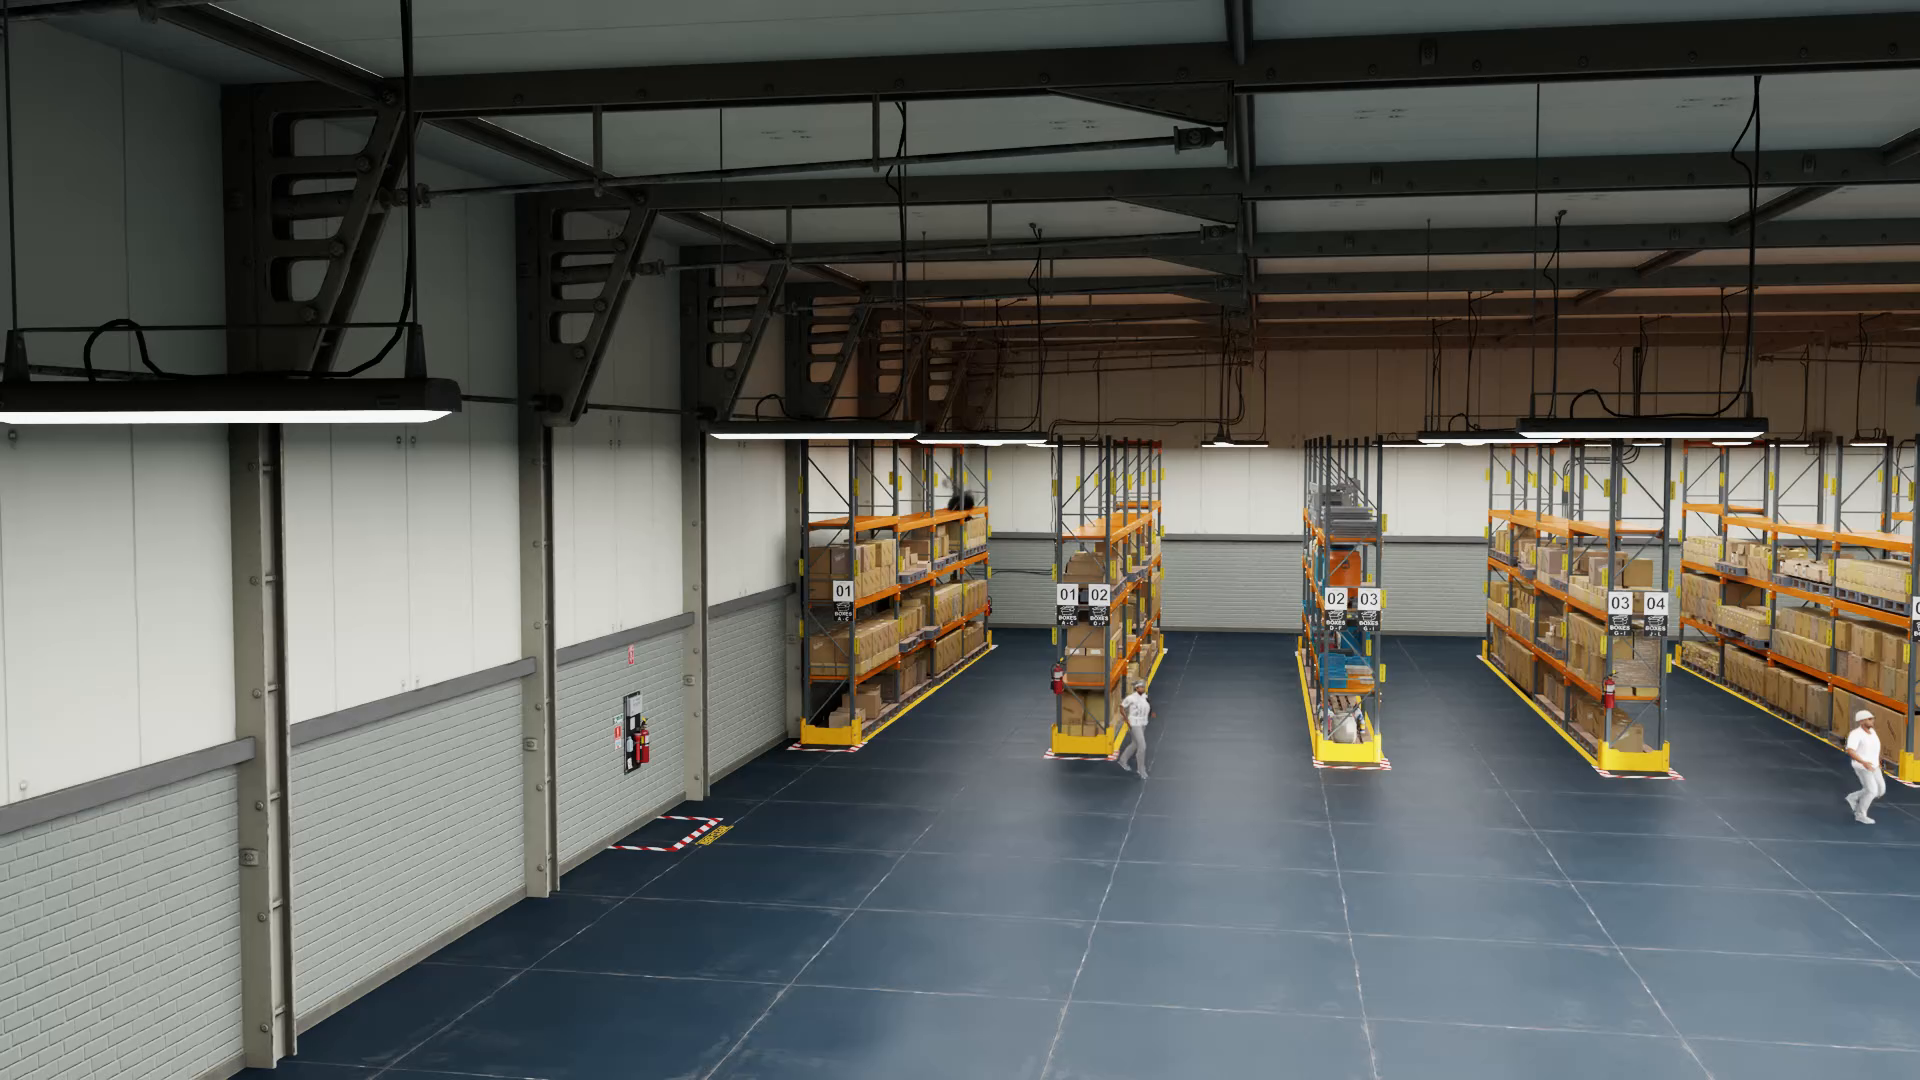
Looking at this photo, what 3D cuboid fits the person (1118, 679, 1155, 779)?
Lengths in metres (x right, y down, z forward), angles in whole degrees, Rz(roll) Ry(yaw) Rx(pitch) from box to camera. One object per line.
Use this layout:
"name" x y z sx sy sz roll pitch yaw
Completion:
"person" 3.095 3.294 29.284 0.775 1.744 0.574 3 4 42

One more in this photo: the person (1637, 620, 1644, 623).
"person" 17.776 2.511 43.483 0.692 1.744 0.555 1 3 15

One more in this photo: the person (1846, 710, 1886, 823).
"person" 13.923 3.478 25.600 0.699 1.728 0.543 -2 4 -36
